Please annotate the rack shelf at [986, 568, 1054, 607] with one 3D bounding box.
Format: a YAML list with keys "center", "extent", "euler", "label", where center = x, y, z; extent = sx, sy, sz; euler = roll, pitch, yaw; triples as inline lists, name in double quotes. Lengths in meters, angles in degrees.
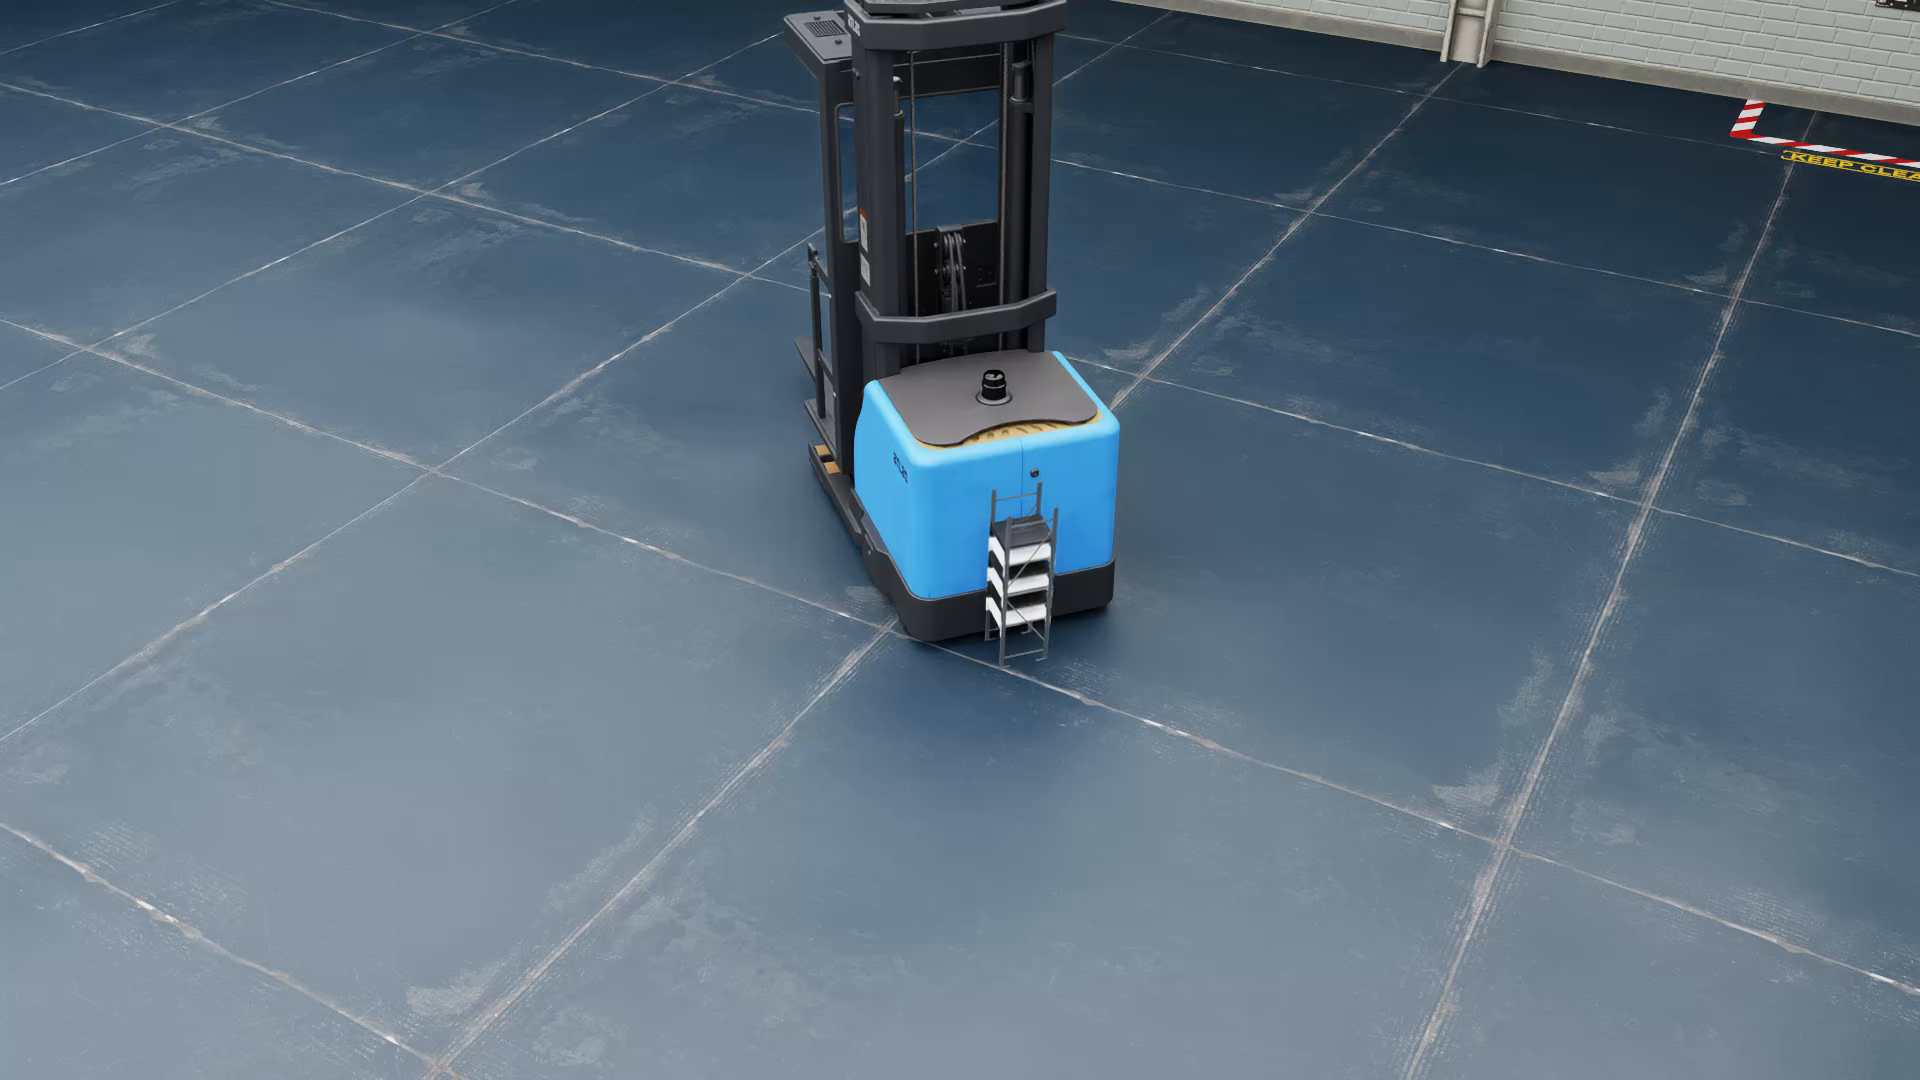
- center: [0.277, 0.196, 7.690]
  extent: [0.258, 0.077, 0.200]
  euler: [-11, 40, -15]
  label: "rack shelf"

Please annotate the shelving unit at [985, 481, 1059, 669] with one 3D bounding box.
- center: [0.277, 0.170, 7.669]
  extent: [0.258, 0.900, 0.210]
  euler: [-11, 40, -15]
  label: "shelving unit"

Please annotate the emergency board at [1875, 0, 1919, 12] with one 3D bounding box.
- center: [7.784, -4.771, 13.209]
  extent: [0.626, 1.169, 0.157]
  euler: [18, 37, 24]
  label: "emergency board"

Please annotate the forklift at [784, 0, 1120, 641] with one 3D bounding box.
- center: [-0.205, -1.550, 8.434]
  extent: [1.130, 2.935, 3.031]
  euler: [-11, 35, -16]
  label: "forklift"

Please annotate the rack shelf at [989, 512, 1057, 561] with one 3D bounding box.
- center: [0.283, -0.016, 7.523]
  extent: [0.258, 0.077, 0.200]
  euler: [-11, 40, -15]
  label: "rack shelf"

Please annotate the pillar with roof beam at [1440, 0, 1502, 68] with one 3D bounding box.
- center: [2.563, -6.138, 9.848]
  extent: [0.400, 9.000, 9.100]
  euler: [18, 37, 24]
  label: "pillar with roof beam"

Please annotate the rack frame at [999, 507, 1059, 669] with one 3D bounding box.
- center: [0.310, 0.230, 7.594]
  extent: [0.240, 0.900, 0.006]
  euler: [-11, 40, -15]
  label: "rack frame"

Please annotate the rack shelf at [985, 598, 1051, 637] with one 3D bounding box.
- center: [0.272, 0.338, 7.800]
  extent: [0.258, 0.077, 0.200]
  euler: [-11, 40, -15]
  label: "rack shelf"

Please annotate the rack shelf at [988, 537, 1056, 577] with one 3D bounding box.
- center: [0.281, 0.055, 7.579]
  extent: [0.258, 0.077, 0.200]
  euler: [-11, 40, -15]
  label: "rack shelf"

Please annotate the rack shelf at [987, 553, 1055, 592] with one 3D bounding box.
- center: [0.279, 0.126, 7.634]
  extent: [0.258, 0.077, 0.200]
  euler: [-11, 40, -15]
  label: "rack shelf"

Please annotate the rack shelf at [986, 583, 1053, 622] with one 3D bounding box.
- center: [0.274, 0.267, 7.745]
  extent: [0.258, 0.077, 0.200]
  euler: [-11, 40, -15]
  label: "rack shelf"

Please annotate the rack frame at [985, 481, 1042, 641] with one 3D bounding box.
- center: [0.245, 0.110, 7.744]
  extent: [0.240, 0.900, 0.006]
  euler: [-11, 40, -15]
  label: "rack frame"

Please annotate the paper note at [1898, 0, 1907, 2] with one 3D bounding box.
- center: [7.663, -4.475, 13.559]
  extent: [0.142, 0.148, 0.016]
  euler: [18, 37, 24]
  label: "paper note"
